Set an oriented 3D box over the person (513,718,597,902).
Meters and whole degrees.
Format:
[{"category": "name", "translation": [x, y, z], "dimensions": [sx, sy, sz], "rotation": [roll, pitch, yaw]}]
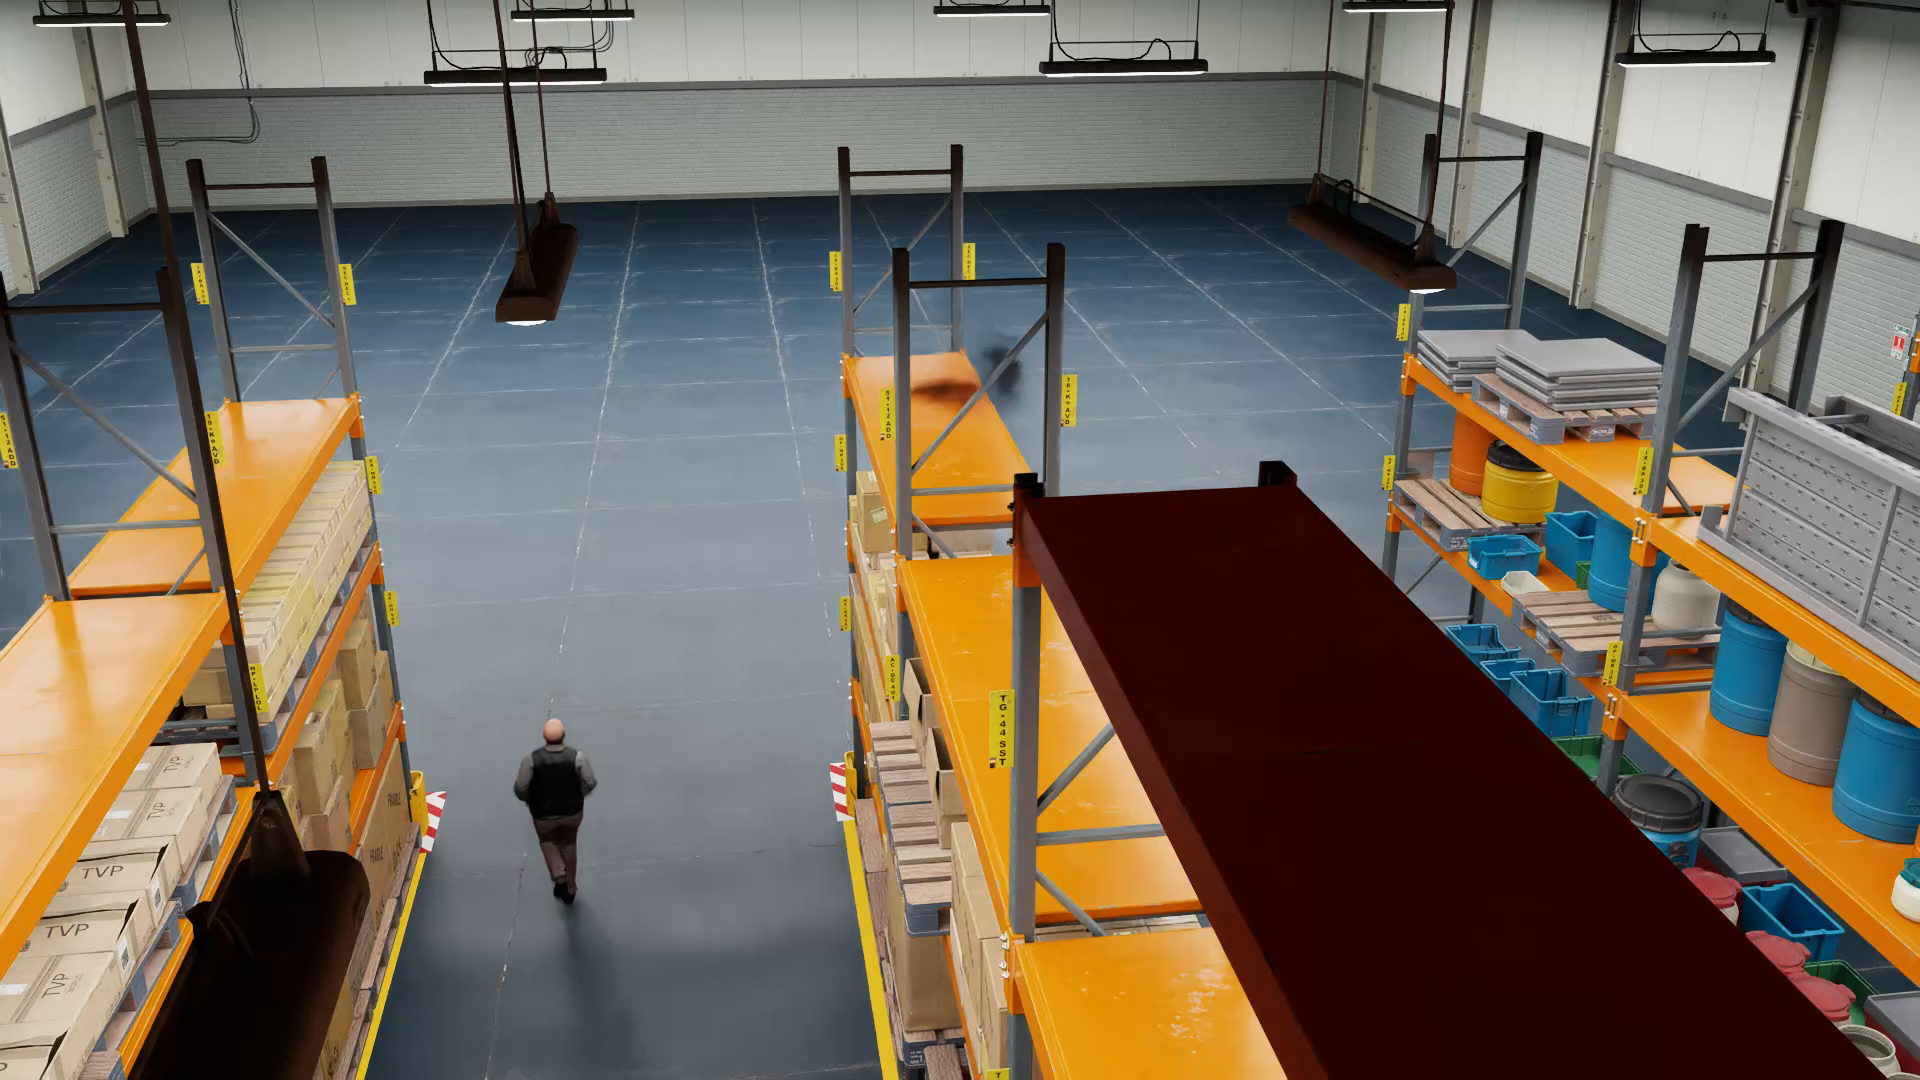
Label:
[{"category": "person", "translation": [-3.320, 2.237, 13.728], "dimensions": [0.663, 1.690, 0.502], "rotation": [-6, 22, -15]}]
